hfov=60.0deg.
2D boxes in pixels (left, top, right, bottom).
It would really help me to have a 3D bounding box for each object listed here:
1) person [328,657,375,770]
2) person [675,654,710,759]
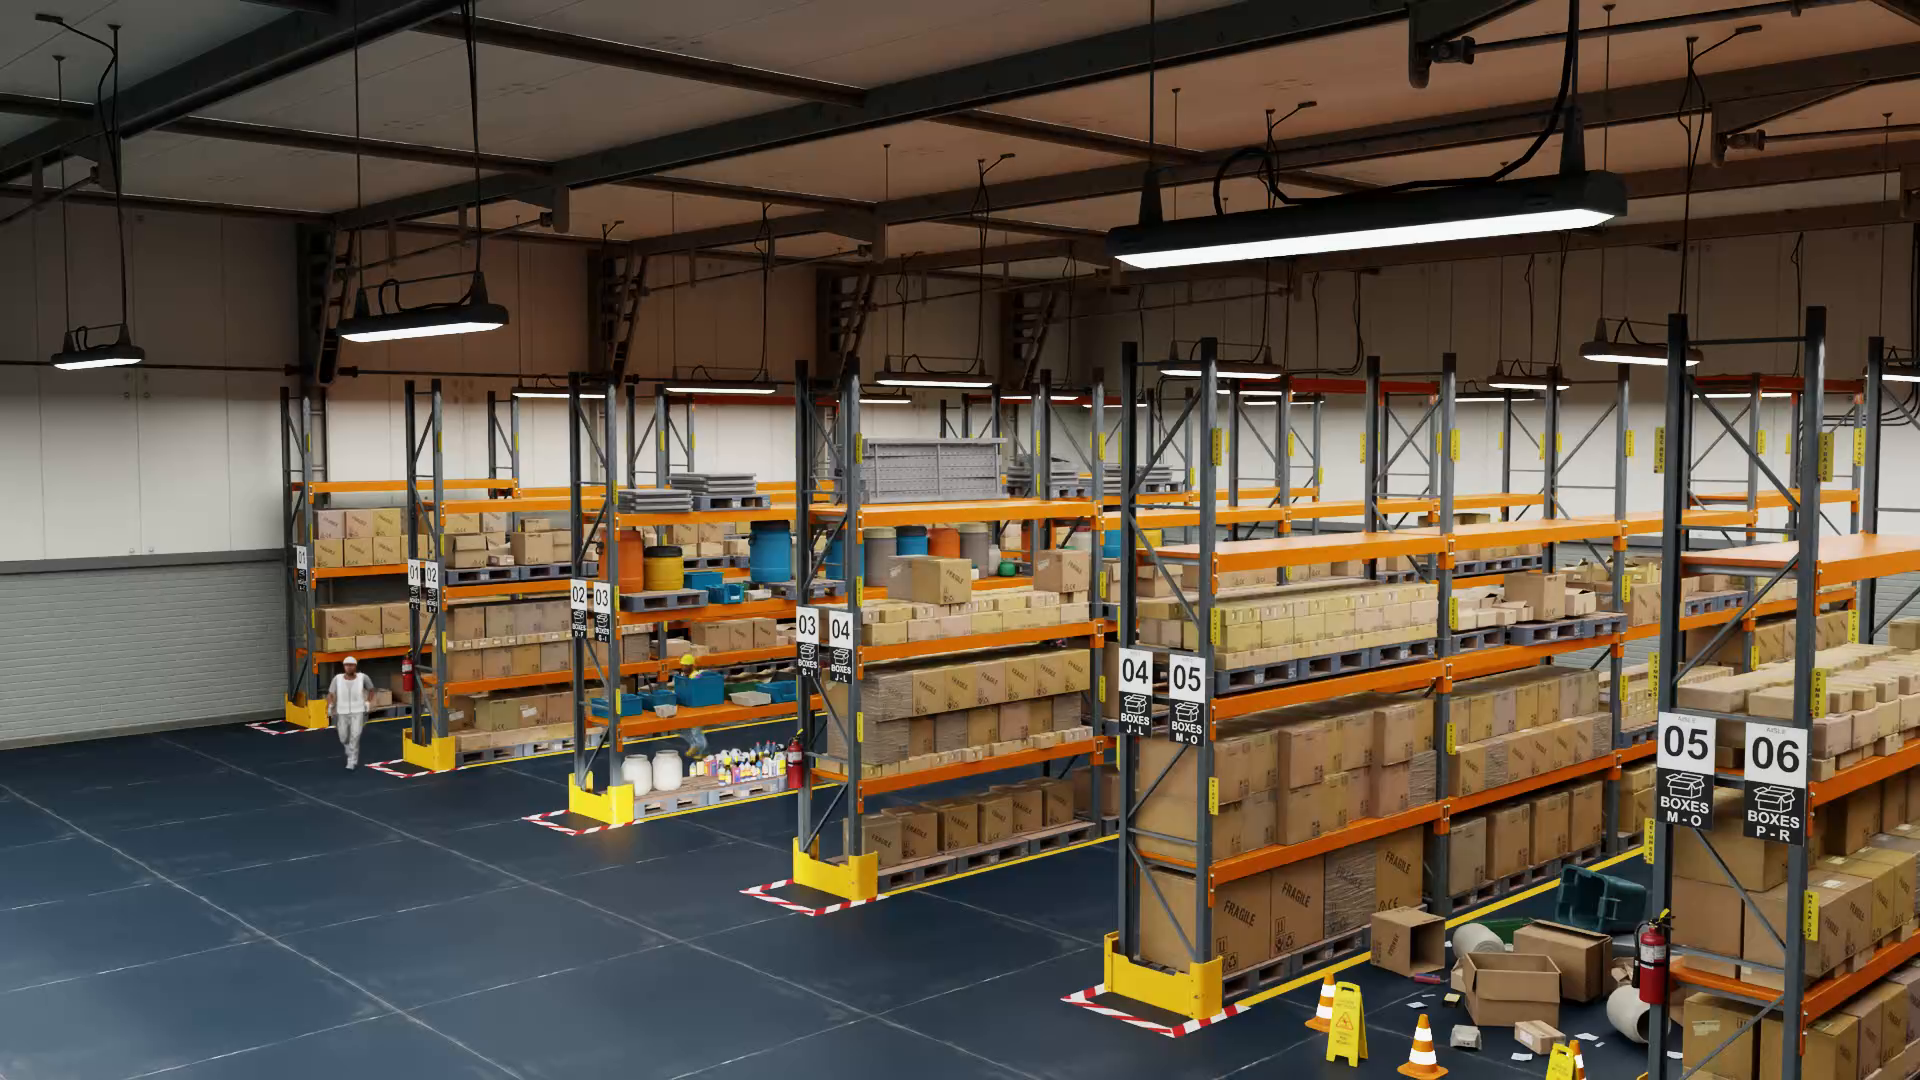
[{"bbox_3d":[-9.416,2.661,25.738,0.691,1.742,0.748,-1,4,-15],"label":"person"},{"bbox_3d":[-4.225,2.626,26.089,0.696,1.703,0.802,3,5,44],"label":"person"}]
